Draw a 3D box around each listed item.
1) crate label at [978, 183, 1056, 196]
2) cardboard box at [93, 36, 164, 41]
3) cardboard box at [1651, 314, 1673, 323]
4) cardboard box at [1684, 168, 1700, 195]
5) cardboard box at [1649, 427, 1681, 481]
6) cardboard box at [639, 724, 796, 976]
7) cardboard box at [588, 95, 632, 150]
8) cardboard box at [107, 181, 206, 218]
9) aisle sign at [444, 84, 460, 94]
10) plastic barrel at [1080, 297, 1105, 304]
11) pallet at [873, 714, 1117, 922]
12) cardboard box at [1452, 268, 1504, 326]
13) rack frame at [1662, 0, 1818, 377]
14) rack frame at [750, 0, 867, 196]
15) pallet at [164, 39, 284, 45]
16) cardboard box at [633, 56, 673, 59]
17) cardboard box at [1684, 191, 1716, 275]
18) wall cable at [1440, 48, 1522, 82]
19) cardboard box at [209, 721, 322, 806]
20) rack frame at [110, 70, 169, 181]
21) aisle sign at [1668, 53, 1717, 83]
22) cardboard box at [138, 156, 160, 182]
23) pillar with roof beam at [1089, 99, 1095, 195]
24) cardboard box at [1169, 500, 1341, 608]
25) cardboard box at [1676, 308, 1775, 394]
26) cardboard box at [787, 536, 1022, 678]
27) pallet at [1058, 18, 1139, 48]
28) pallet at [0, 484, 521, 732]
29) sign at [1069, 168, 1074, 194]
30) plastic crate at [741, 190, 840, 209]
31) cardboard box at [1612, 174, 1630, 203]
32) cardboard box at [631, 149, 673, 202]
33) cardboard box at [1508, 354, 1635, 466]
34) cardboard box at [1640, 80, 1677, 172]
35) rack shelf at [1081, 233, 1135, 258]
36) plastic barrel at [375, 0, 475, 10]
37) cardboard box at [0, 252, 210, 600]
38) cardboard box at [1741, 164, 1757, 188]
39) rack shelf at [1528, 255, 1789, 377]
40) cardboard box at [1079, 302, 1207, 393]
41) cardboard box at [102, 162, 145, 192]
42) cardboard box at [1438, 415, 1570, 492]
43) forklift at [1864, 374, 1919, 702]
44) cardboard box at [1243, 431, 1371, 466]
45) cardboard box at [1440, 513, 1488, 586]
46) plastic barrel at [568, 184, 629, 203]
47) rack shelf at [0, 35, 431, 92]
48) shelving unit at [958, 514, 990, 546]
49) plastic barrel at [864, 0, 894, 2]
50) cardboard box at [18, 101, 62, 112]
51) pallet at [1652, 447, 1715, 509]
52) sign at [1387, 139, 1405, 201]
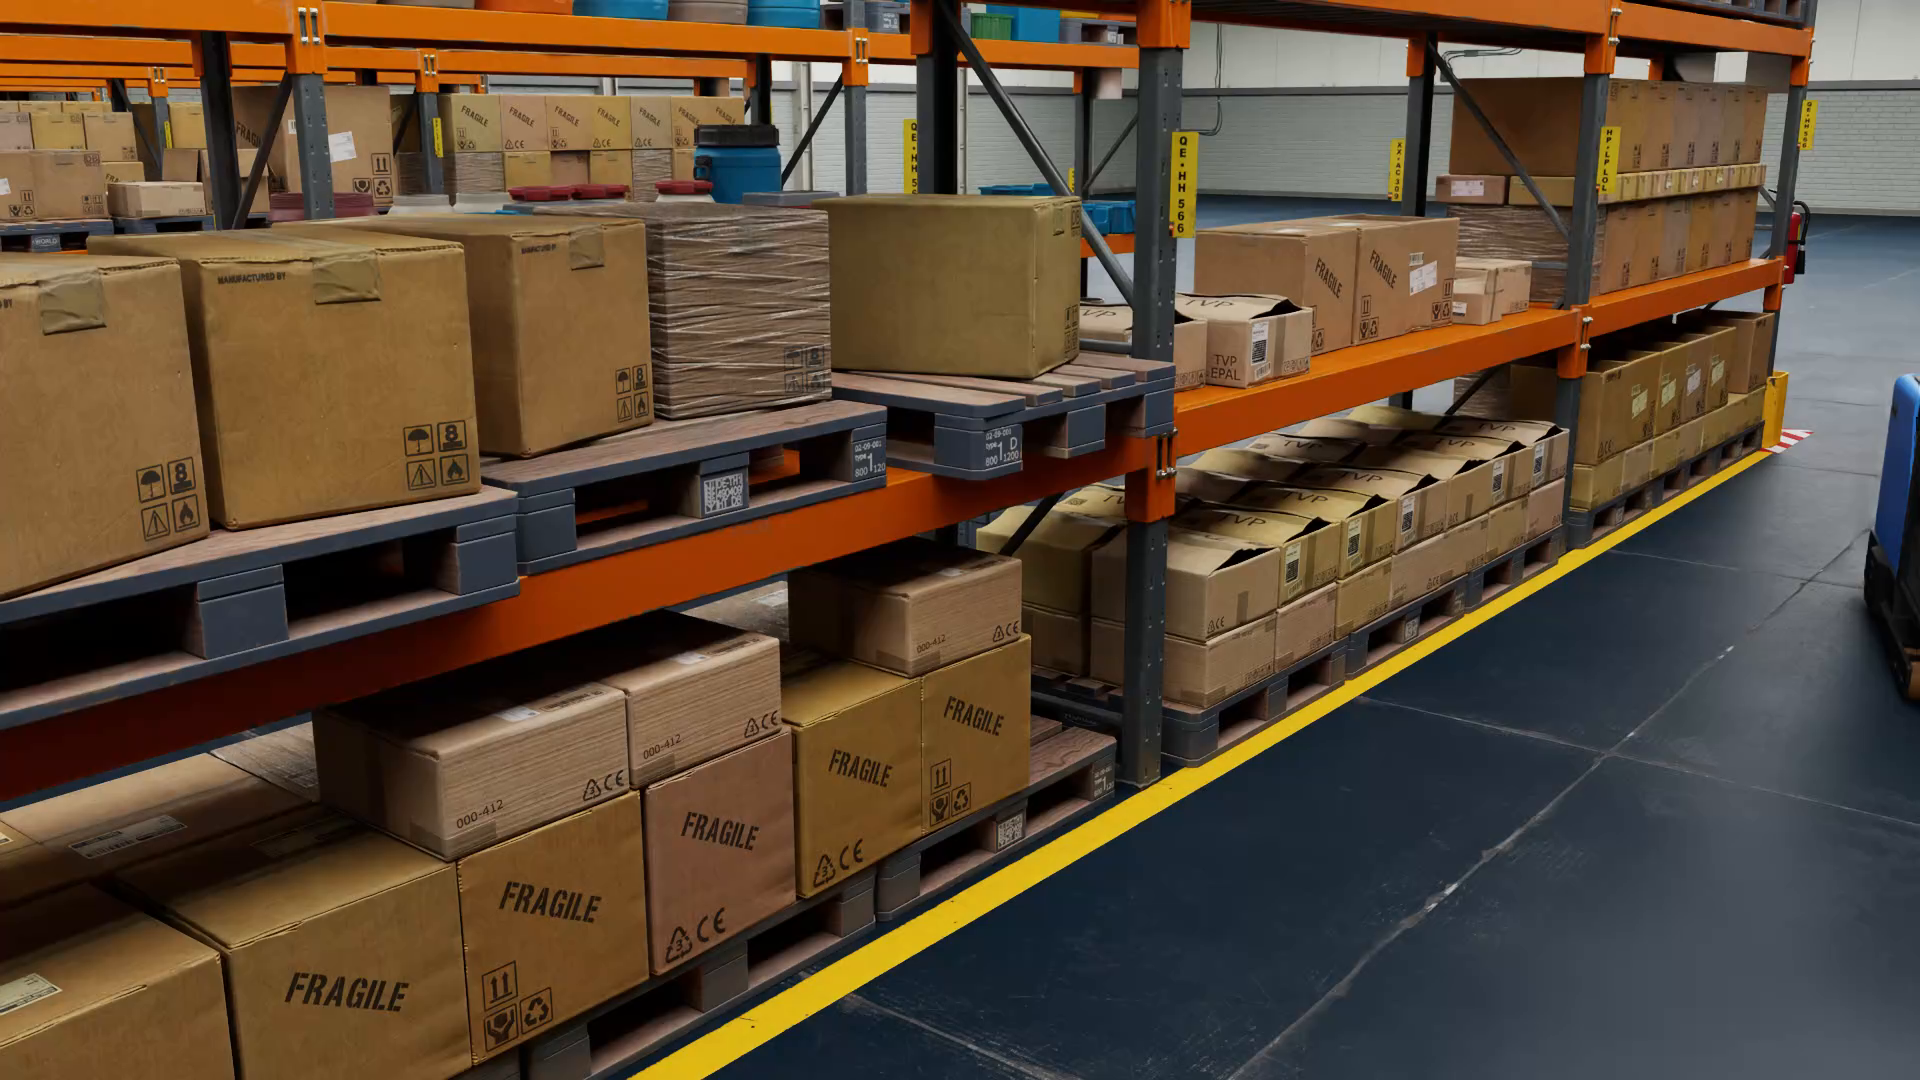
[{"bbox_3d":[0.505,-2.600,13.195,0.502,0.435,0.616,11,18,38],"label":"crate label"},{"bbox_3d":[-6.297,-3.842,12.366,0.500,0.250,0.500,12,18,39],"label":"cardboard box"},{"bbox_3d":[4.479,-1.280,11.279,0.500,0.500,0.500,11,18,38],"label":"cardboard box"},{"bbox_3d":[4.237,-2.173,10.064,0.380,0.149,0.250,11,18,37],"label":"cardboard box"},{"bbox_3d":[3.952,-0.547,9.915,0.500,0.250,0.500,11,18,38],"label":"cardboard box"},{"bbox_3d":[-0.782,0.736,4.317,0.500,0.500,0.500,10,18,35],"label":"cardboard box"},{"bbox_3d":[-3.501,-3.991,15.904,0.500,0.500,0.500,11,18,38],"label":"cardboard box"},{"bbox_3d":[-6.197,-2.628,12.828,0.500,0.250,0.500,11,18,36],"label":"cardboard box"},{"bbox_3d":[-6.384,-5.851,20.782,0.394,0.787,0.004,11,18,38],"label":"aisle sign"},{"bbox_3d":[1.097,-1.837,14.463,0.421,0.512,0.421,0,14,0],"label":"plastic barrel"},{"bbox_3d":[-0.225,0.810,5.504,1.003,0.211,1.213,11,18,38],"label":"pallet"},{"bbox_3d":[2.378,-1.182,7.958,0.396,0.266,0.258,11,18,36],"label":"cardboard box"},{"bbox_3d":[5.302,-2.210,11.731,1.000,3.000,0.127,11,18,38],"label":"rack frame"},{"bbox_3d":[-1.063,-2.211,11.736,1.000,3.000,0.127,11,18,38],"label":"rack frame"},{"bbox_3d":[-6.035,-4.040,13.223,1.213,0.211,1.003,11,18,38],"label":"pallet"},{"bbox_3d":[-3.147,-4.801,16.140,0.500,0.250,0.500,12,18,39],"label":"cardboard box"},{"bbox_3d":[4.356,-1.976,10.605,0.700,0.500,0.500,11,18,38],"label":"cardboard box"},{"bbox_3d":[13.999,-15.240,43.929,2.305,6.003,0.169,11,18,38],"label":"wall cable"},{"bbox_3d":[-1.520,0.758,4.231,0.500,0.500,0.500,12,18,38],"label":"cardboard box"},{"bbox_3d":[-8.709,-3.765,17.851,1.000,3.000,0.127,11,18,38],"label":"rack frame"},{"bbox_3d":[5.105,-3.530,11.647,0.394,0.787,0.004,11,18,38],"label":"aisle sign"},{"bbox_3d":[-8.487,-3.910,18.118,0.875,0.550,0.550,11,18,38],"label":"cardboard box"},{"bbox_3d":[7.093,-14.038,46.105,9.100,9.000,0.400,11,18,38],"label":"pillar with roof beam"},{"bbox_3d":[1.155,0.022,6.535,0.500,0.311,0.500,11,18,36],"label":"cardboard box"},{"bbox_3d":[5.196,-1.296,11.340,0.500,0.500,0.500,11,18,38],"label":"cardboard box"},{"bbox_3d":[-0.164,0.184,4.969,0.500,0.250,0.500,12,19,40],"label":"cardboard box"},{"bbox_3d":[0.855,-4.197,13.841,1.003,0.211,1.213,11,18,38],"label":"pallet"},{"bbox_3d":[-1.653,0.045,3.245,1.003,0.211,1.213,11,18,38],"label":"pallet"},{"bbox_3d":[1.026,-3.198,15.056,0.100,0.325,0.005,11,18,38],"label":"sign"},{"bbox_3d":[-1.129,-2.102,11.177,0.402,0.464,0.583,11,18,38],"label":"plastic crate"},{"bbox_3d":[3.426,-1.926,9.093,0.380,0.149,0.250,11,18,36],"label":"cardboard box"},{"bbox_3d":[-3.337,-3.632,16.521,0.875,0.500,0.500,11,18,38],"label":"cardboard box"},{"bbox_3d":[3.323,-0.719,9.069,0.500,0.500,0.500,11,18,38],"label":"cardboard box"},{"bbox_3d":[3.694,-2.400,9.641,0.700,0.500,0.500,11,18,38],"label":"cardboard box"},{"bbox_3d":[0.194,-2.246,13.332,1.077,0.370,4.000,11,18,38],"label":"rack shelf"},{"bbox_3d":[-2.892,-3.266,8.776,0.600,0.901,0.600,0,14,0],"label":"plastic barrel"},{"bbox_3d":[-1.769,-0.220,2.842,0.700,0.500,0.500,5,15,19],"label":"cardboard box"},{"bbox_3d":[5.046,-2.420,11.037,0.380,0.149,0.250,12,18,39],"label":"cardboard box"},{"bbox_3d":[4.045,-1.479,10.312,1.077,0.370,4.000,11,18,38],"label":"rack shelf"},{"bbox_3d":[0.536,-0.698,5.959,0.500,0.311,0.500,13,19,41],"label":"cardboard box"},{"bbox_3d":[-8.829,-3.672,17.282,0.500,0.500,0.500,11,18,37],"label":"cardboard box"},{"bbox_3d":[2.756,-0.465,8.454,0.500,0.311,0.500,11,18,38],"label":"cardboard box"},{"bbox_3d":[4.365,-0.800,6.317,1.130,2.935,3.031,6,15,22],"label":"forklift"},{"bbox_3d":[1.691,-0.352,8.009,0.500,0.311,0.500,11,18,36],"label":"cardboard box"},{"bbox_3d":[2.112,0.004,7.747,0.500,0.250,0.500,12,18,39],"label":"cardboard box"},{"bbox_3d":[-2.296,-1.988,10.579,0.433,0.535,0.433,0,14,0],"label":"plastic barrel"},{"bbox_3d":[-6.172,-3.700,12.965,1.077,0.370,4.000,11,18,38],"label":"rack shelf"},{"bbox_3d":[0.009,-0.584,8.986,0.258,1.200,0.189,11,18,38],"label":"shelving unit"},{"bbox_3d":[-0.639,-3.975,11.506,0.421,0.512,0.421,0,14,0],"label":"plastic barrel"},{"bbox_3d":[-11.840,-5.334,21.189,0.700,0.500,0.500,11,18,38],"label":"cardboard box"},{"bbox_3d":[4.087,-0.473,10.557,1.003,0.211,1.213,11,18,38],"label":"pallet"},{"bbox_3d":[2.355,-1.988,8.936,0.100,0.325,0.005,11,18,38],"label":"sign"}]
